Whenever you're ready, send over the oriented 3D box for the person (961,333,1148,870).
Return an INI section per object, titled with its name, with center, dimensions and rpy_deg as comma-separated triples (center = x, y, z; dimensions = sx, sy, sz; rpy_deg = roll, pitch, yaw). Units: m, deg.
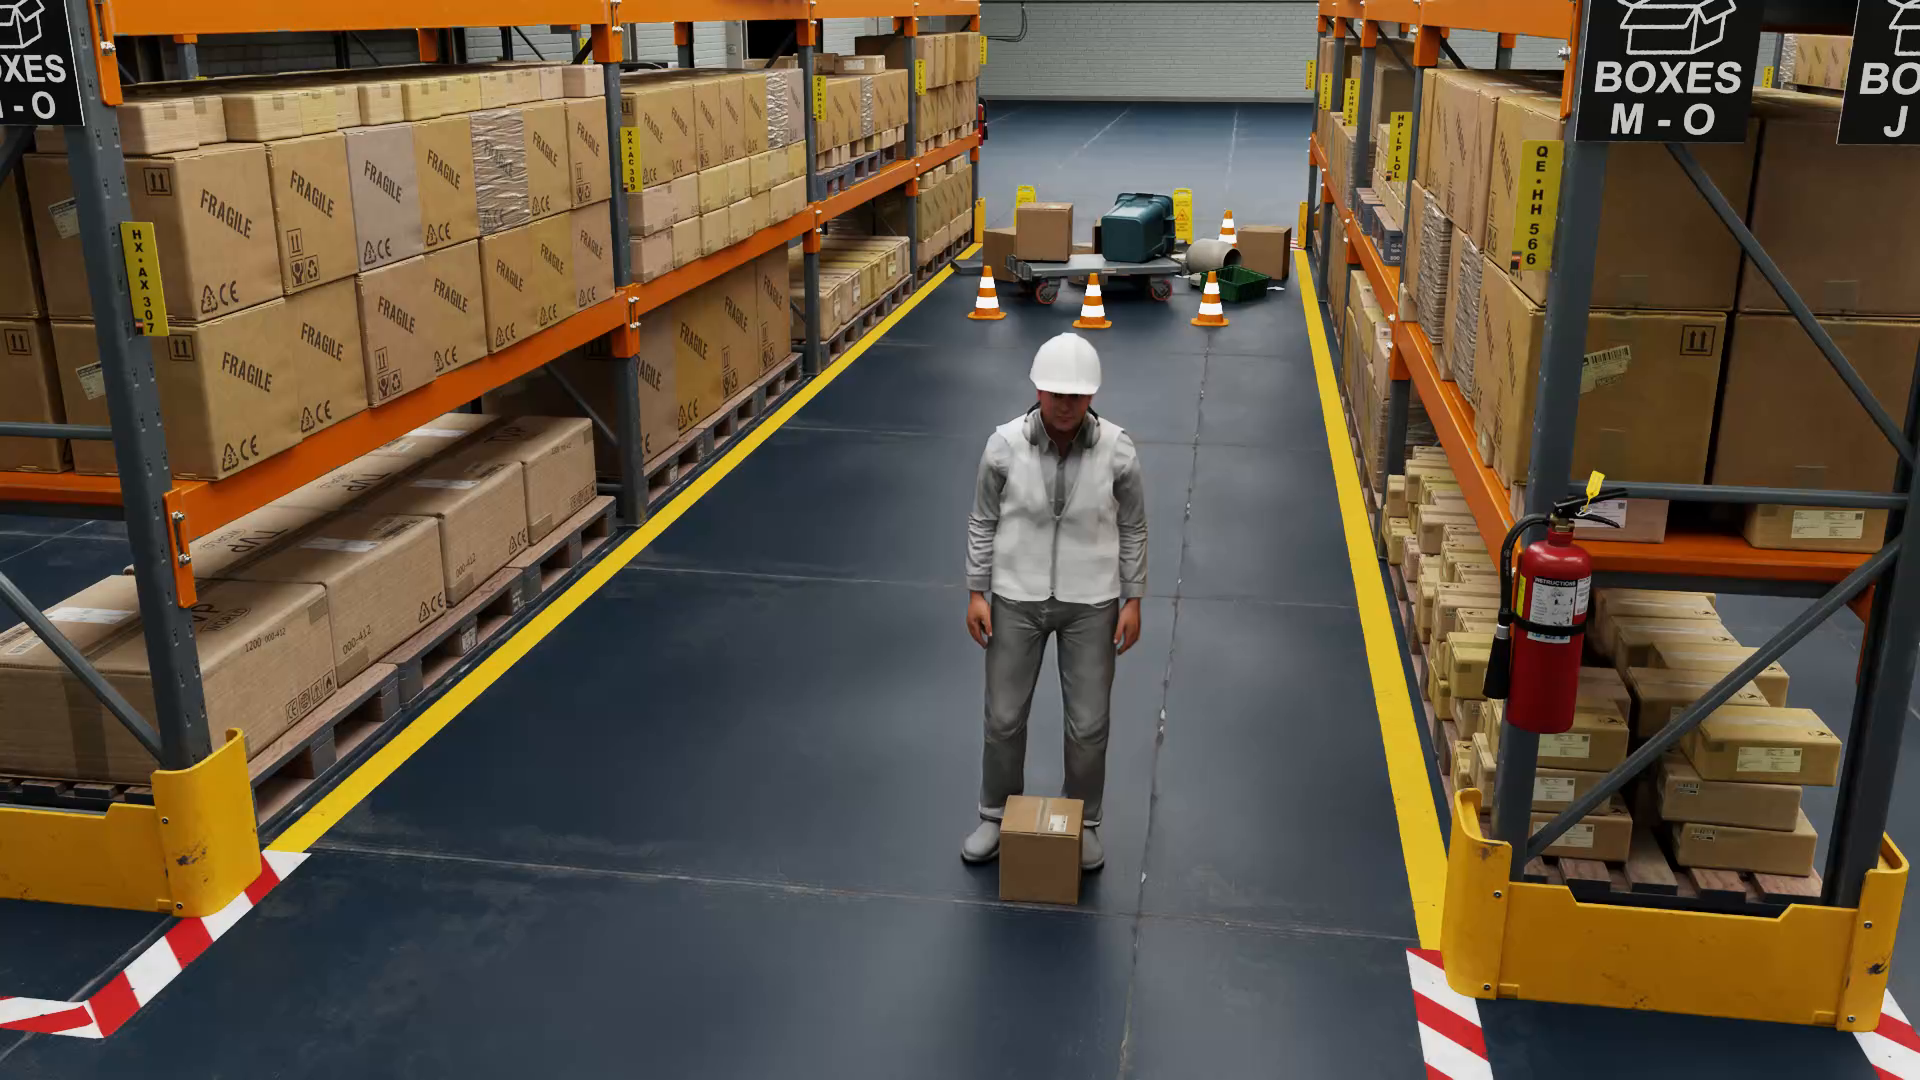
[person]
center = 0.307, 0.198, 5.393
dimensions = 0.590, 1.770, 0.465
rpy_deg = 2, 18, 5
